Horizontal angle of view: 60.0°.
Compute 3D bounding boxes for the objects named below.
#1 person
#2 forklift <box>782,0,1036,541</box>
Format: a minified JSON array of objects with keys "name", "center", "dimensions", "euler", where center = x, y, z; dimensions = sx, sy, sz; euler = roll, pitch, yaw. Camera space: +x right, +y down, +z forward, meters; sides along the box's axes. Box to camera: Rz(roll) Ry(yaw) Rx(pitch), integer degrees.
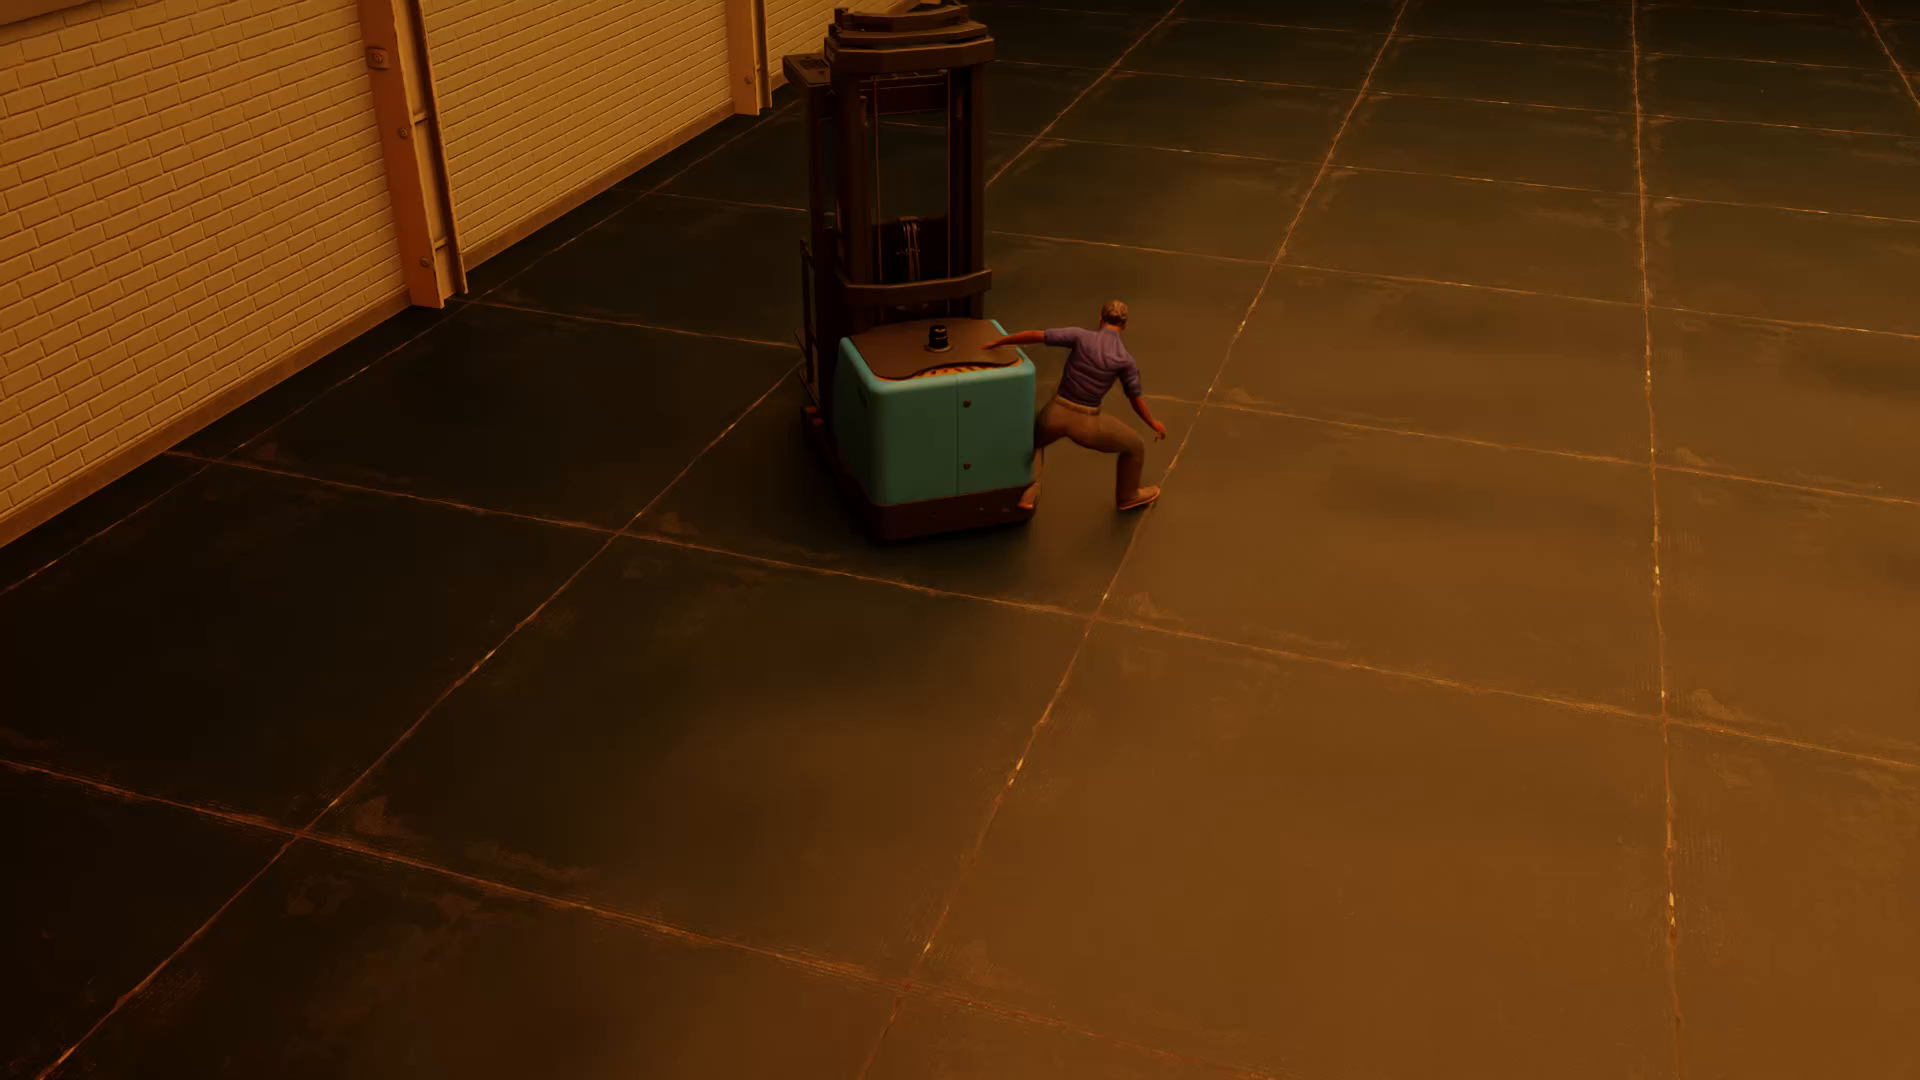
[{"name":"person","center":[0.674,-0.769,10.052],"dimensions":[1.097,1.387,0.739],"euler":[12,32,19]},{"name":"forklift","center":[-0.460,-1.984,10.618],"dimensions":[1.130,2.935,3.031],"euler":[-9,31,-15]}]
